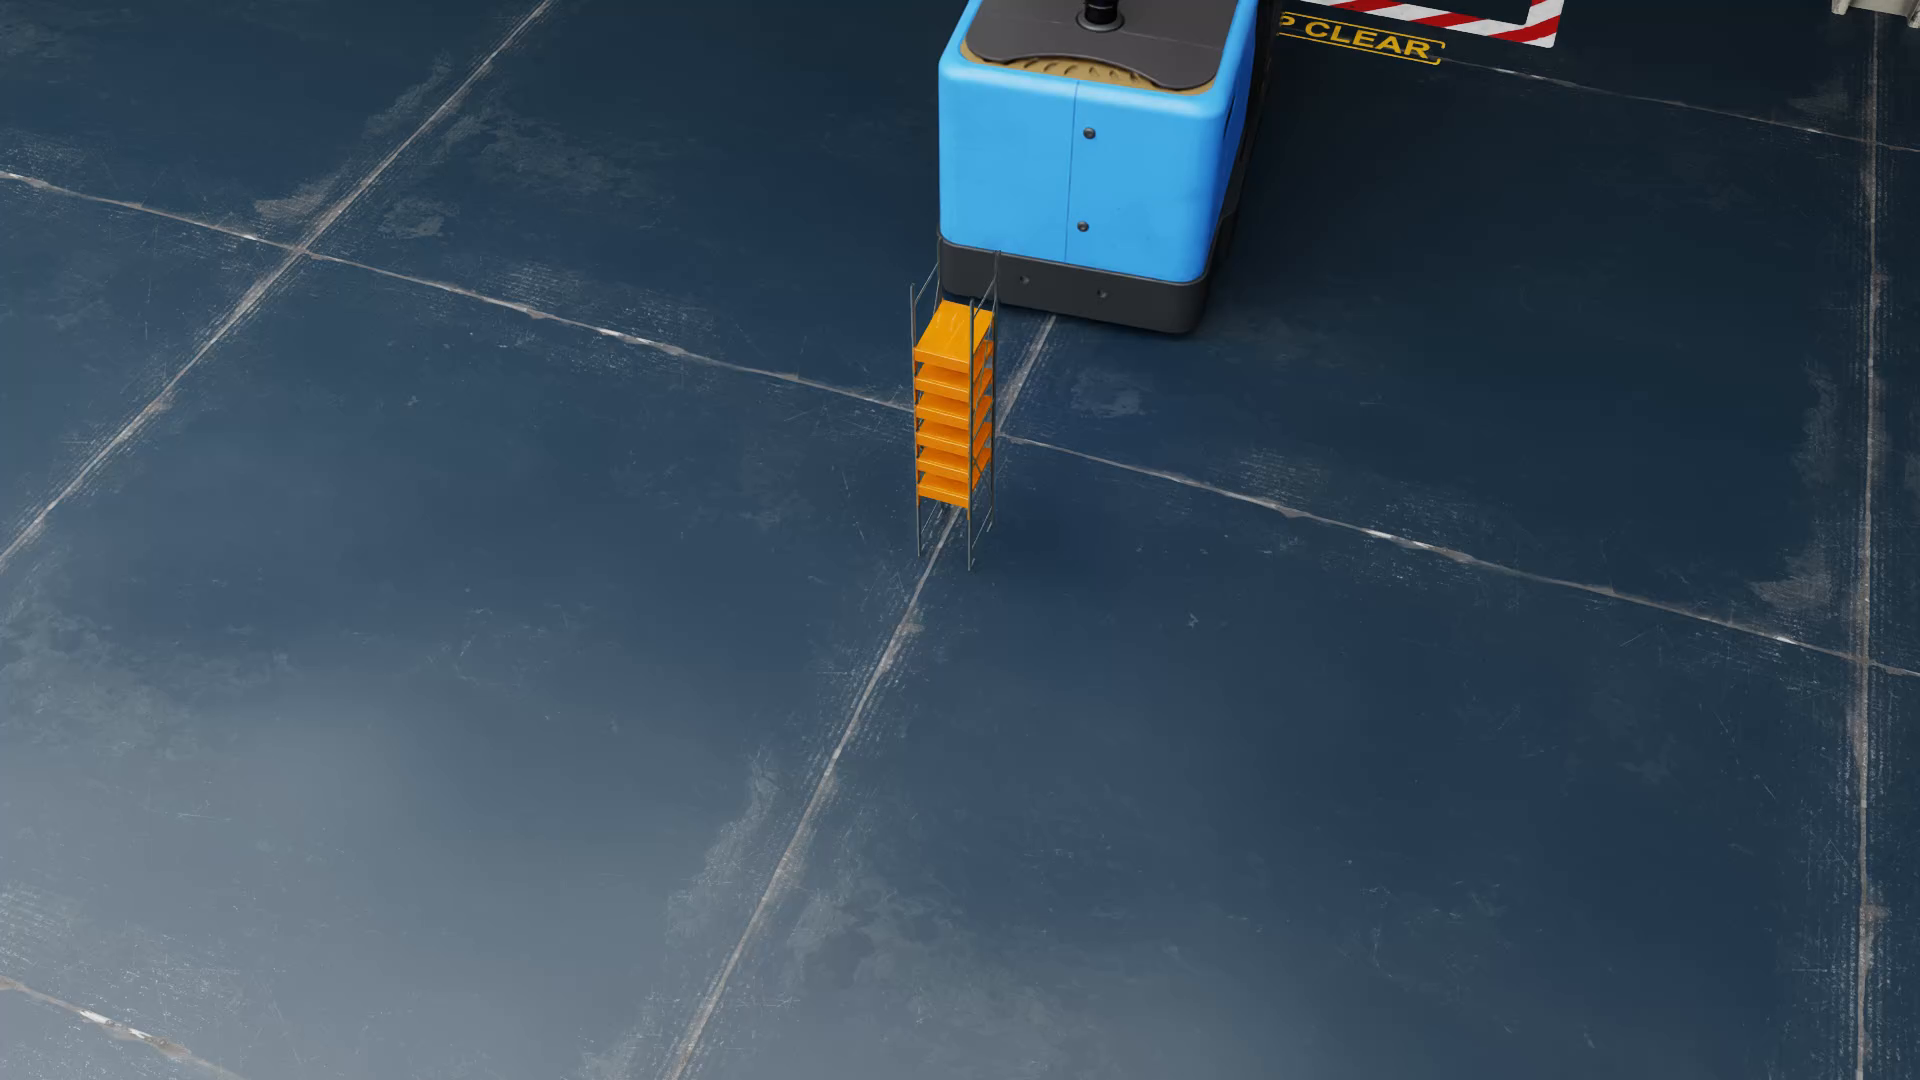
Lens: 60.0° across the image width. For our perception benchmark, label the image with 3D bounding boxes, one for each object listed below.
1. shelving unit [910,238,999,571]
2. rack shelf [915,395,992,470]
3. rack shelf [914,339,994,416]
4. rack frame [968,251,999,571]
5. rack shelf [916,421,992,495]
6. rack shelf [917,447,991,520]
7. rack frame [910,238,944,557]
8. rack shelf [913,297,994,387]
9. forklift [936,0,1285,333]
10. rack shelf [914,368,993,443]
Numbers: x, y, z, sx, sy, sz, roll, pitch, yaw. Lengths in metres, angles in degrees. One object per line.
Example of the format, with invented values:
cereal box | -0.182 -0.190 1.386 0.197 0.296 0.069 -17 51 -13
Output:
shelving unit | -0.014 -0.397 5.300 0.189 1.200 0.258 16 51 13
rack shelf | -0.014 -0.368 5.333 0.180 0.103 0.258 16 51 13
rack shelf | -0.014 -0.525 5.152 0.180 0.103 0.258 16 51 13
rack frame | 0.072 -0.373 5.279 0.006 1.200 0.240 16 51 13
rack shelf | -0.014 -0.289 5.424 0.180 0.103 0.258 16 51 13
rack shelf | -0.014 -0.210 5.515 0.180 0.103 0.258 16 51 13
rack frame | -0.099 -0.421 5.321 0.006 1.200 0.240 16 51 13
rack shelf | -0.014 -0.603 5.061 0.180 0.103 0.258 16 51 13
forklift | 0.790 -2.889 6.314 1.130 2.935 3.031 12 50 10
rack shelf | -0.014 -0.446 5.243 0.180 0.103 0.258 16 51 13
